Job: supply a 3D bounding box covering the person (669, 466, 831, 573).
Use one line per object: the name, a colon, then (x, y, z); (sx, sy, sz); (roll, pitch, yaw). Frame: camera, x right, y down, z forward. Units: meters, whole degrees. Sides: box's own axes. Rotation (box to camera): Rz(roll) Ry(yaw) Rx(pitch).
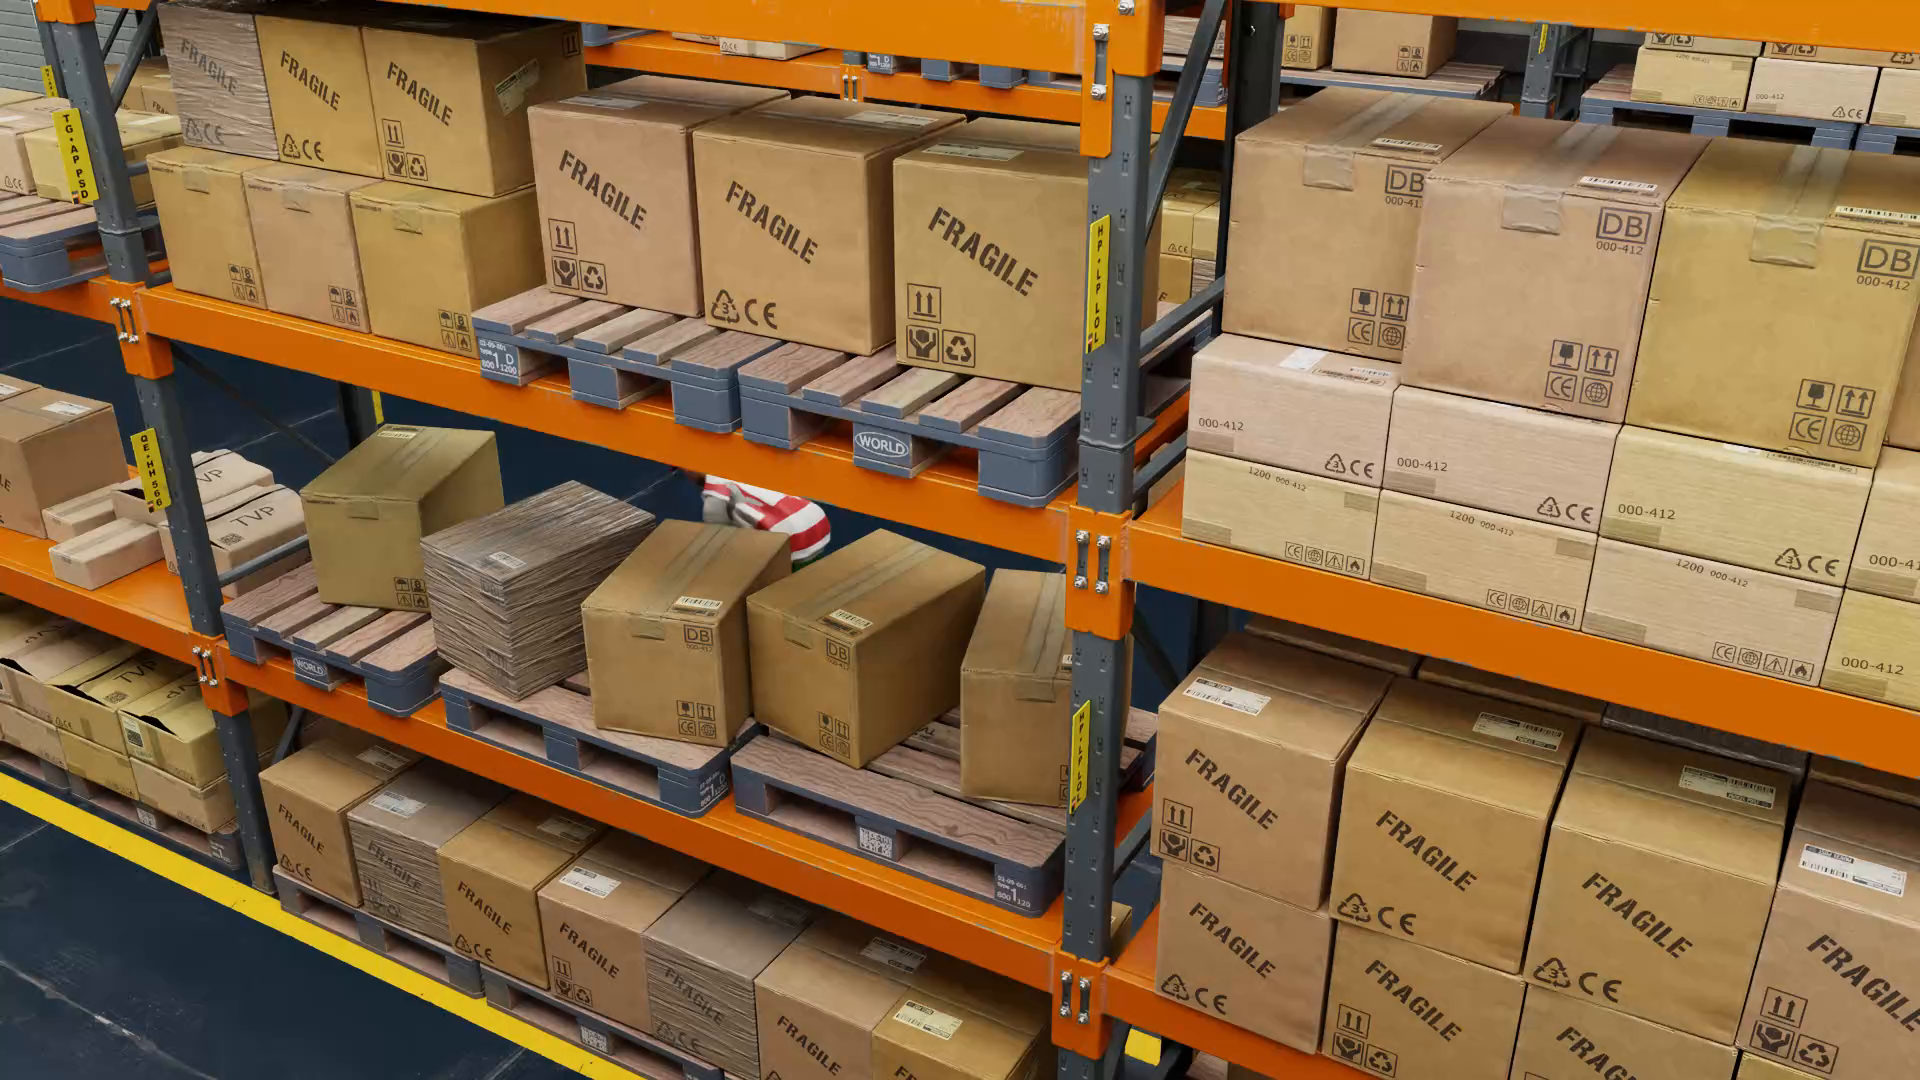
person: (-1.103, 0.138, 8.742); (0.887, 1.401, 0.480); (13, 29, 25)
